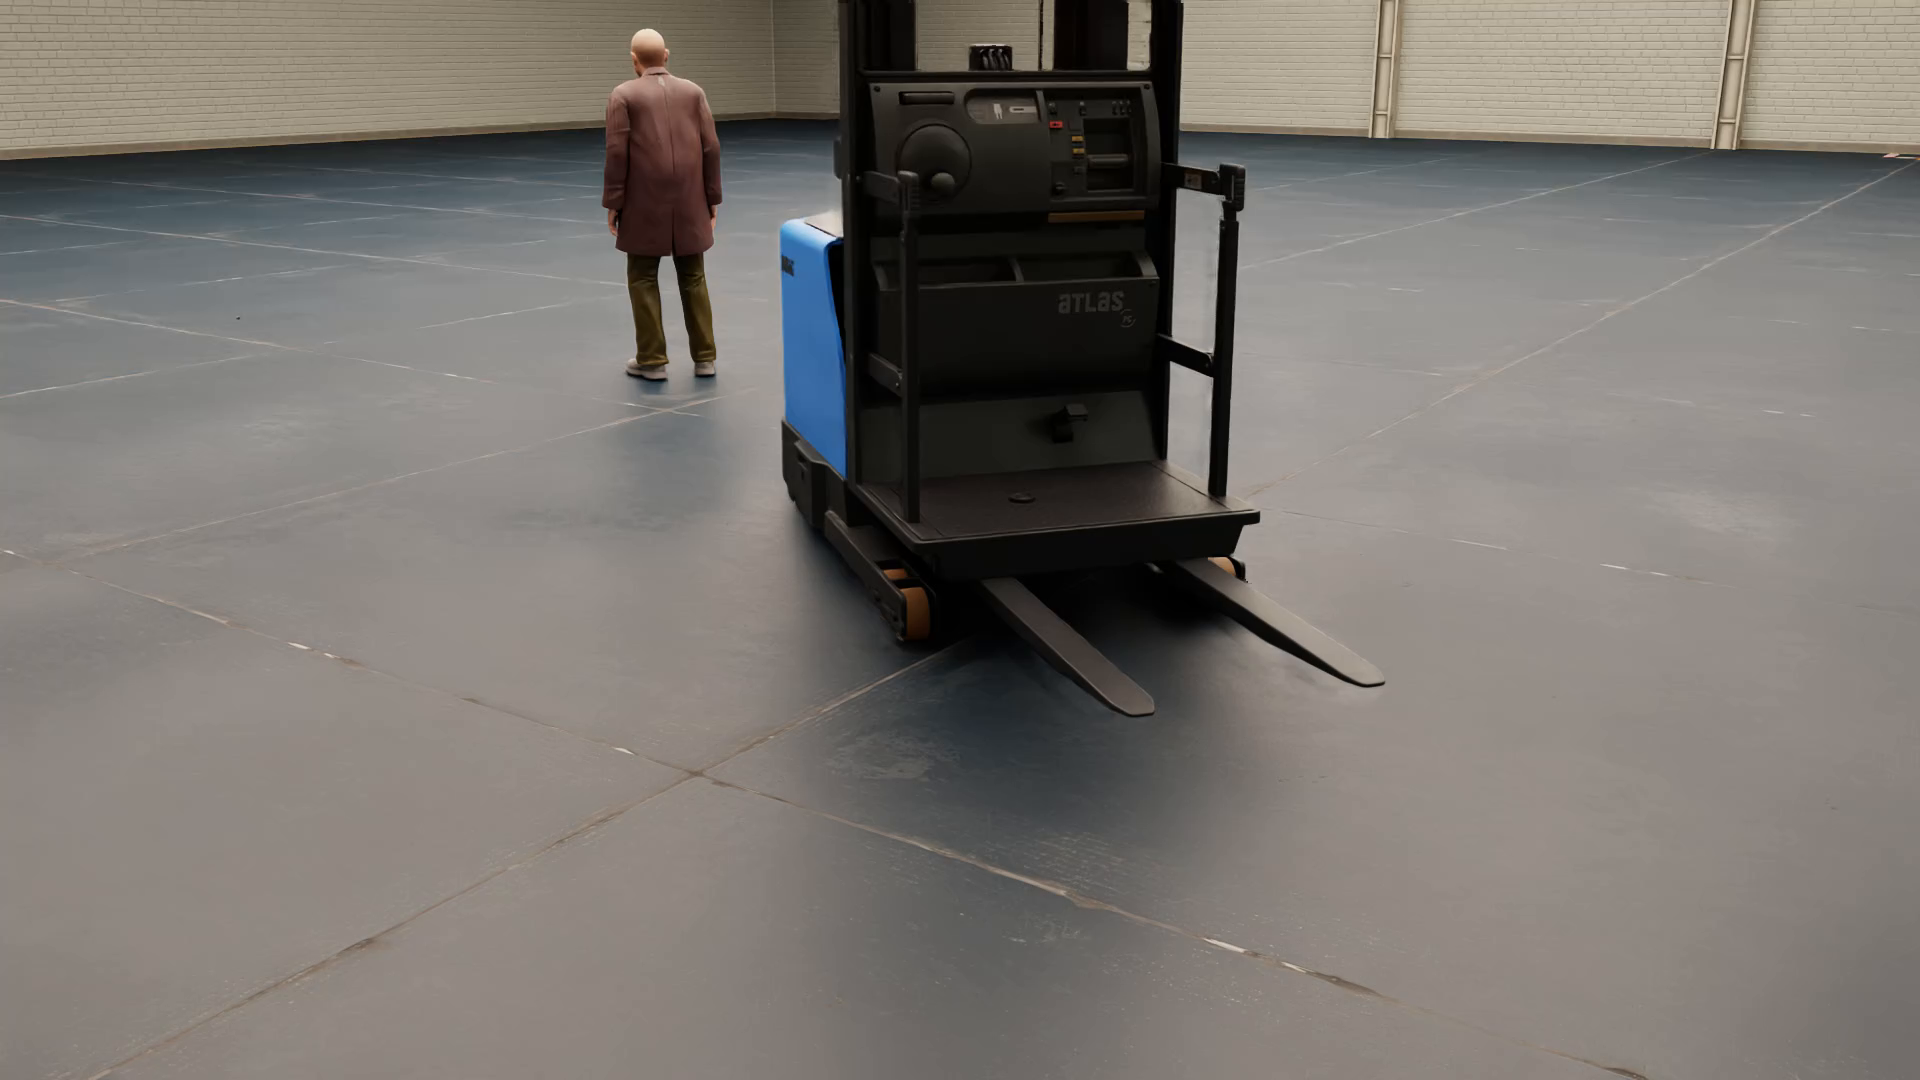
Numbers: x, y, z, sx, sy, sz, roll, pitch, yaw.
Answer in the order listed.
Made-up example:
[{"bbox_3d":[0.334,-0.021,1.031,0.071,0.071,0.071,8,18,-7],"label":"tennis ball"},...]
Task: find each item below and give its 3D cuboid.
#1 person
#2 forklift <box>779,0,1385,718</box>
[{"bbox_3d":[-1.547,-1.733,8.652,0.643,1.772,0.433,-8,19,-26],"label":"person"},{"bbox_3d":[0.245,-1.229,4.943,1.130,2.935,3.031,-5,17,-17],"label":"forklift"}]
